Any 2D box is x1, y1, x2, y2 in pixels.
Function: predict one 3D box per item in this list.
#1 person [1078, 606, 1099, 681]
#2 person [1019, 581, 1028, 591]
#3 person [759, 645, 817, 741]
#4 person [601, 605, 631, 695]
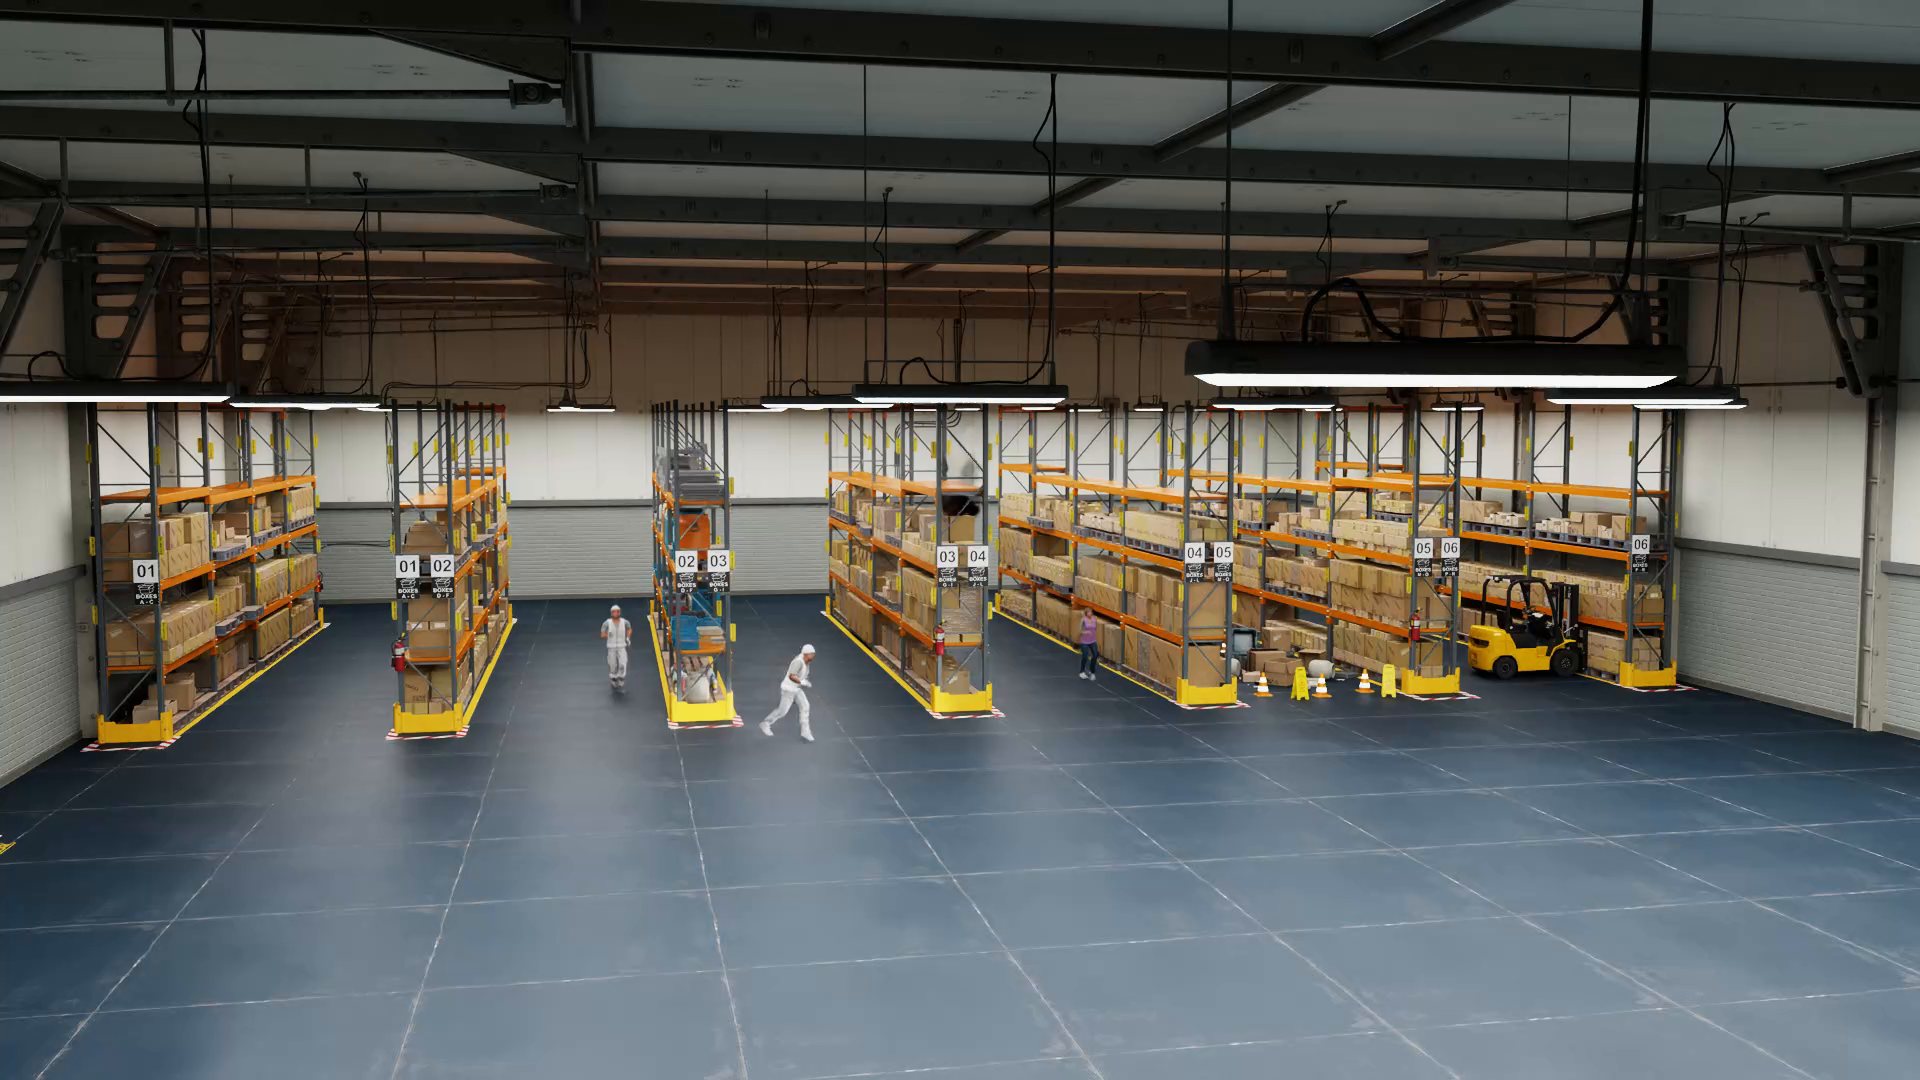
[{"bbox_3d":[2.772,2.237,35.805,0.490,1.625,0.711,-1,4,-17],"label":"person"},{"bbox_3d":[2.046,1.140,49.773,0.688,1.633,0.574,2,5,21],"label":"person"},{"bbox_3d":[-3.020,2.691,29.269,1.055,1.730,0.727,1,4,8],"label":"person"},{"bbox_3d":[-7.048,2.258,34.166,0.630,1.832,0.708,-1,4,-15],"label":"person"}]
